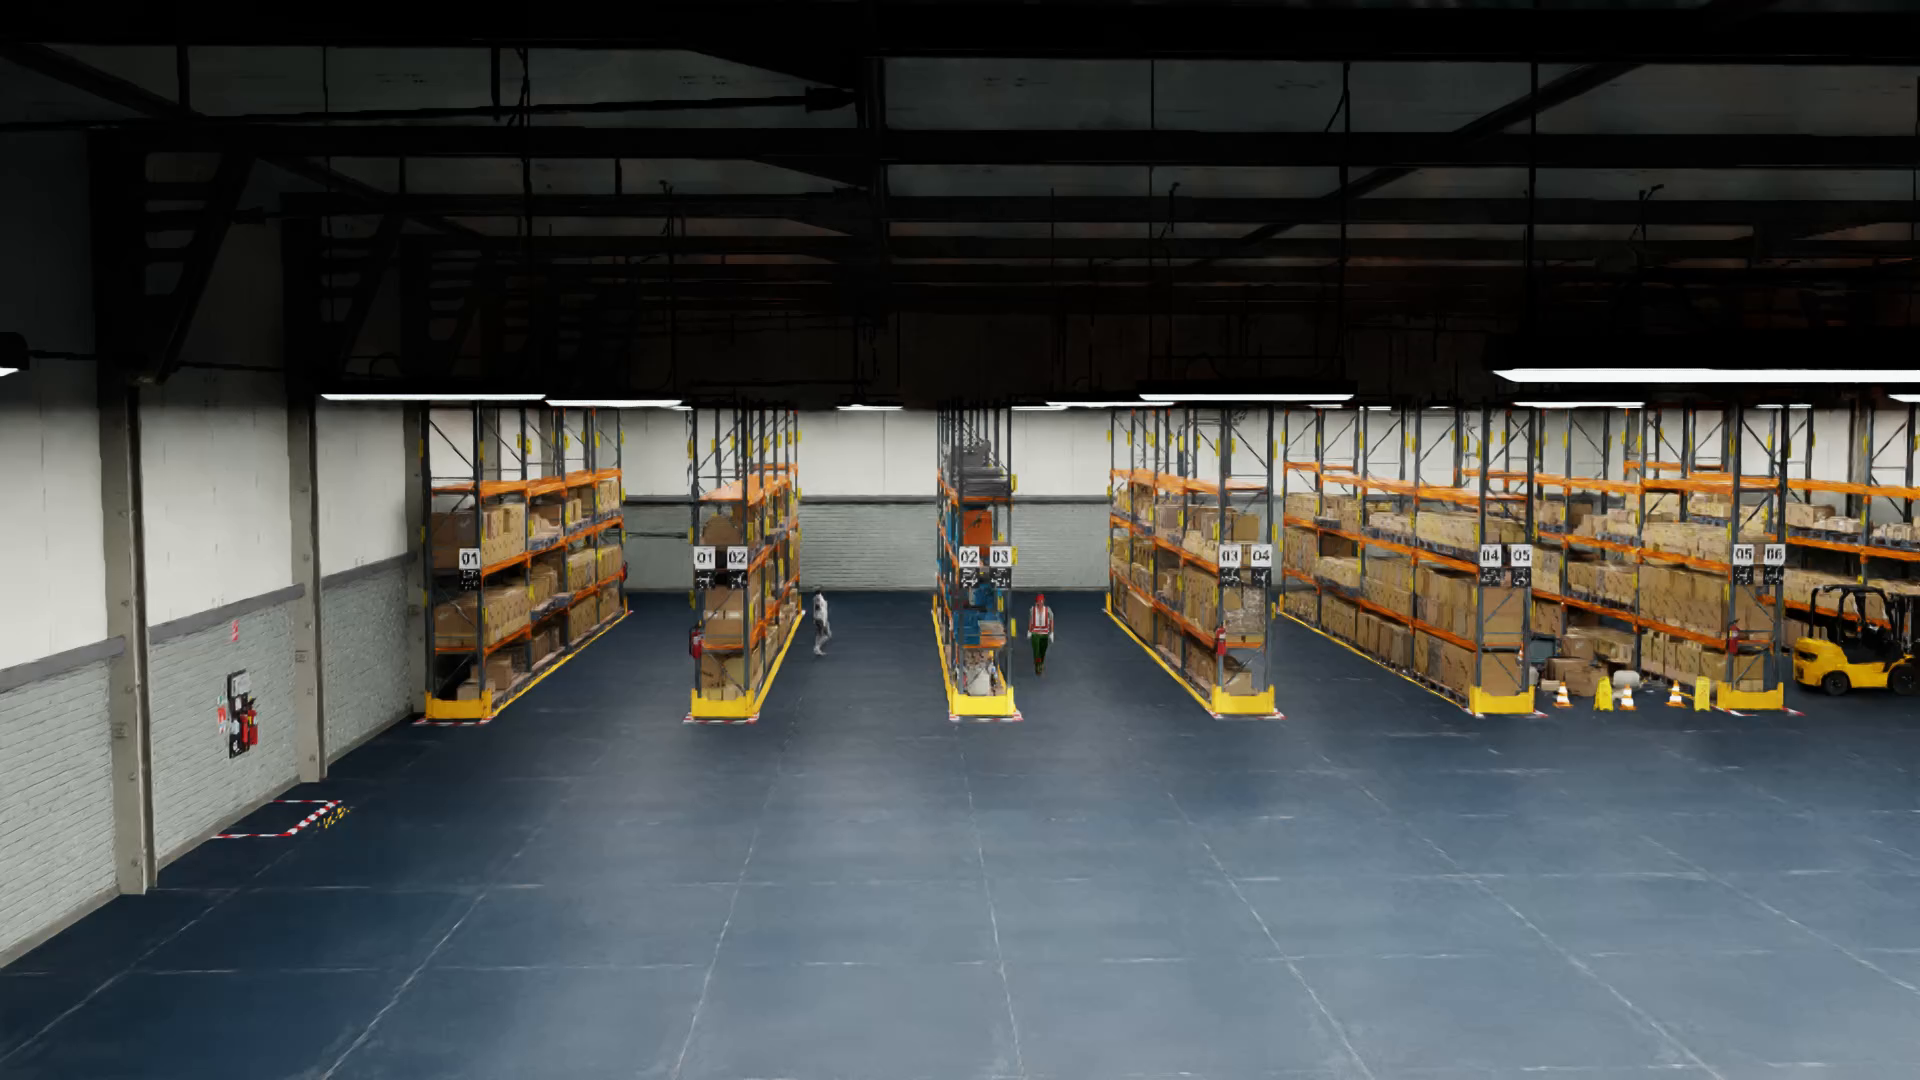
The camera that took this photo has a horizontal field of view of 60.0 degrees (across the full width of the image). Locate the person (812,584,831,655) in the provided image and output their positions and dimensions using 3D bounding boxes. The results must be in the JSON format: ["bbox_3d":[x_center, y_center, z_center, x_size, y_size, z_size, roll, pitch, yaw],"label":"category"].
[{"bbox_3d":[-3.291,1.877,38.969,0.402,1.675,0.517,-3,5,-32],"label":"person"}]

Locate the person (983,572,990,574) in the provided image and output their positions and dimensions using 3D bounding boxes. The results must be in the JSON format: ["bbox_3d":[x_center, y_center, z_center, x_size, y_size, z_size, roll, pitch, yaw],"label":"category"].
[{"bbox_3d":[0.776,1.243,46.578,0.432,1.736,0.737,1,5,15],"label":"person"}]

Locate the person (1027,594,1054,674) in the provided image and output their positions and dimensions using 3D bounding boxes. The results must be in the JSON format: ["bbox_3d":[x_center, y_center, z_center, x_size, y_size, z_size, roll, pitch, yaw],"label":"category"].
[{"bbox_3d":[1.774,2.042,36.430,0.567,1.736,1.044,0,4,-3],"label":"person"}]
